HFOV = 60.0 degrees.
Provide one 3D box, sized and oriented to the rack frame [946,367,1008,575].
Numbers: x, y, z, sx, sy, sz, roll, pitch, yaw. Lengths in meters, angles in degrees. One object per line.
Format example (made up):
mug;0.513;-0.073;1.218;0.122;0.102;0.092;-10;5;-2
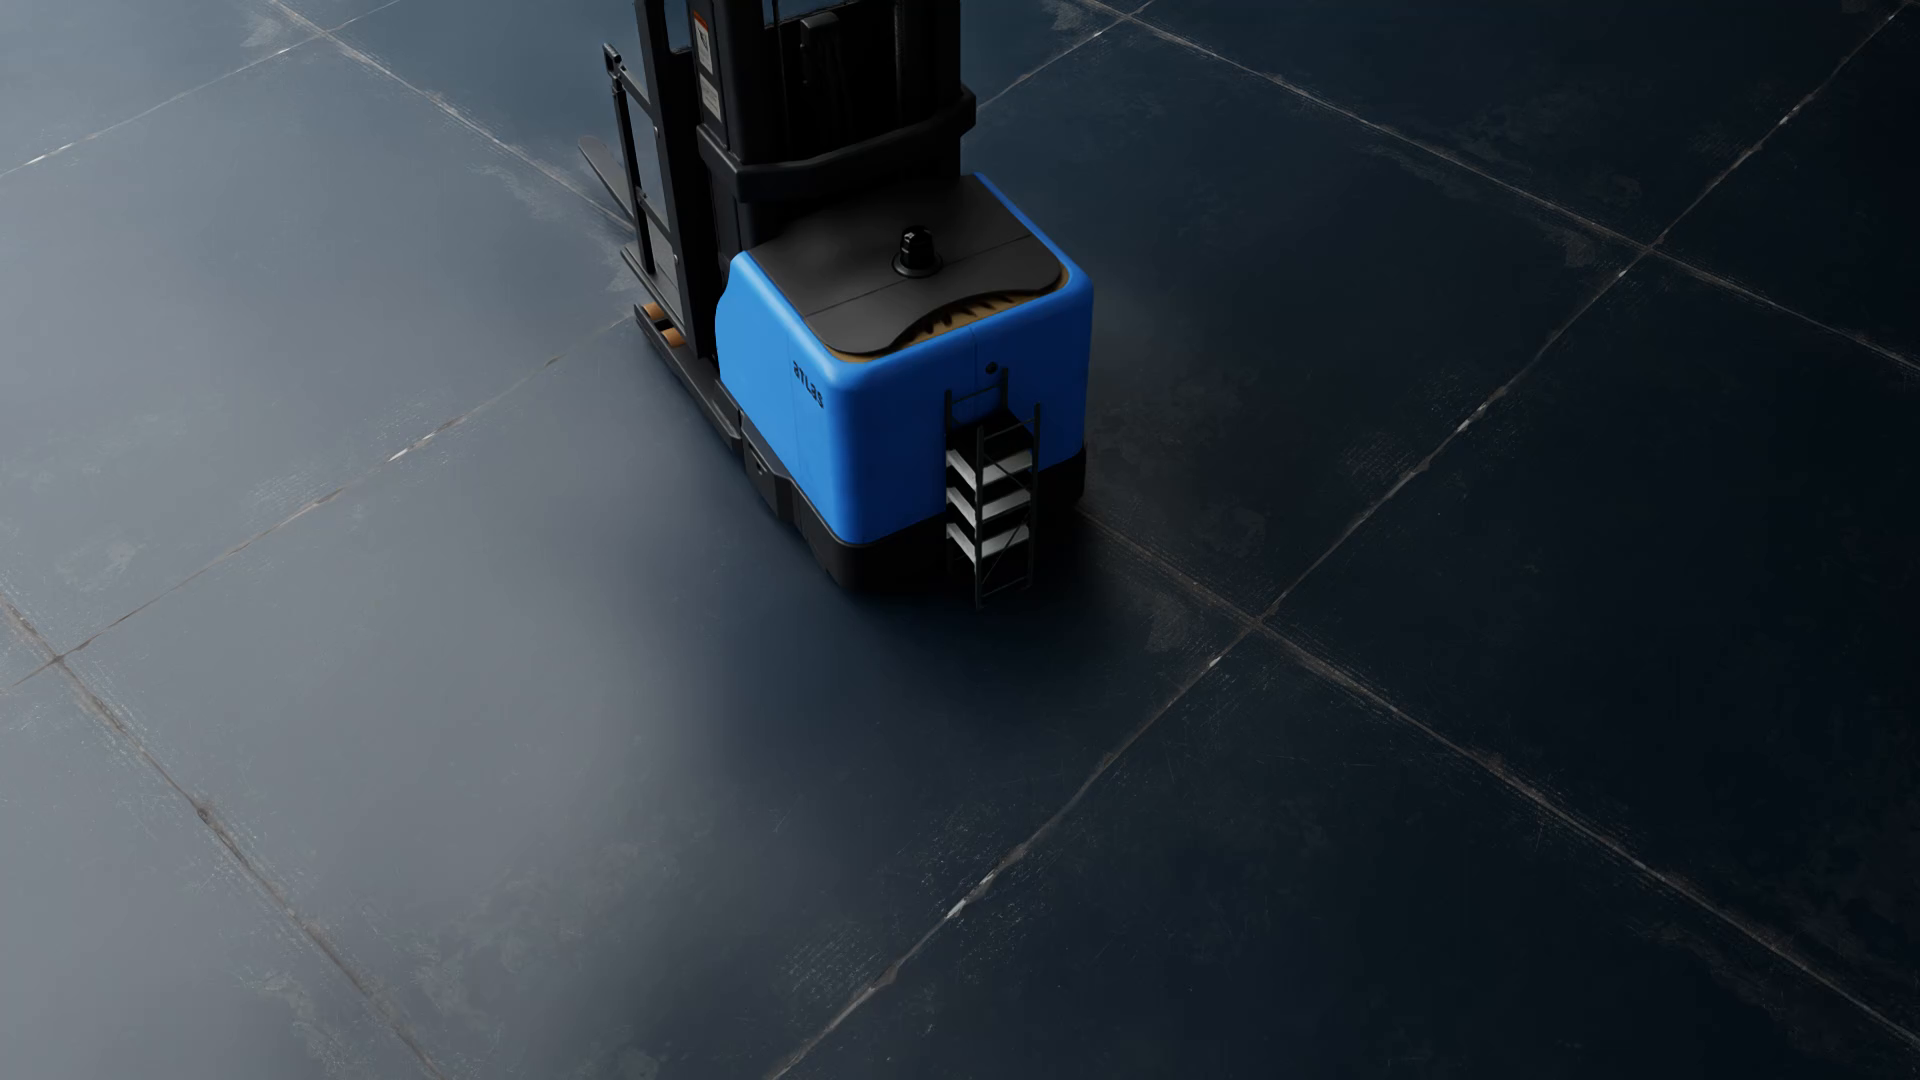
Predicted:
rack frame;0.057;-0.225;5.844;0.240;0.900;0.006;-23;51;-20

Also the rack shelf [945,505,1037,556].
rack shelf;0.109;-0.077;5.874;0.258;0.077;0.200;-23;51;-20

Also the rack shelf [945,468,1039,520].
rack shelf;0.109;-0.200;5.743;0.258;0.077;0.200;-23;51;-20

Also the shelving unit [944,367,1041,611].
shelving unit;0.109;-0.161;5.784;0.258;0.900;0.210;-23;51;-20

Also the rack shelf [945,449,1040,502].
rack shelf;0.109;-0.262;5.677;0.258;0.077;0.200;-23;51;-20

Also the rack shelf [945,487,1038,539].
rack shelf;0.109;-0.139;5.809;0.258;0.077;0.200;-23;51;-20

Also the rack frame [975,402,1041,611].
rack frame;0.161;-0.098;5.724;0.240;0.900;0.006;-23;51;-20

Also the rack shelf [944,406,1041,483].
rack shelf;0.109;-0.323;5.612;0.258;0.077;0.200;-23;51;-20

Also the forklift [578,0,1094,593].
forklift;-0.711;-1.880;6.005;1.130;2.935;3.031;-23;51;-20

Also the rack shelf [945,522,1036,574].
rack shelf;0.109;-0.015;5.940;0.258;0.077;0.200;-23;51;-20
